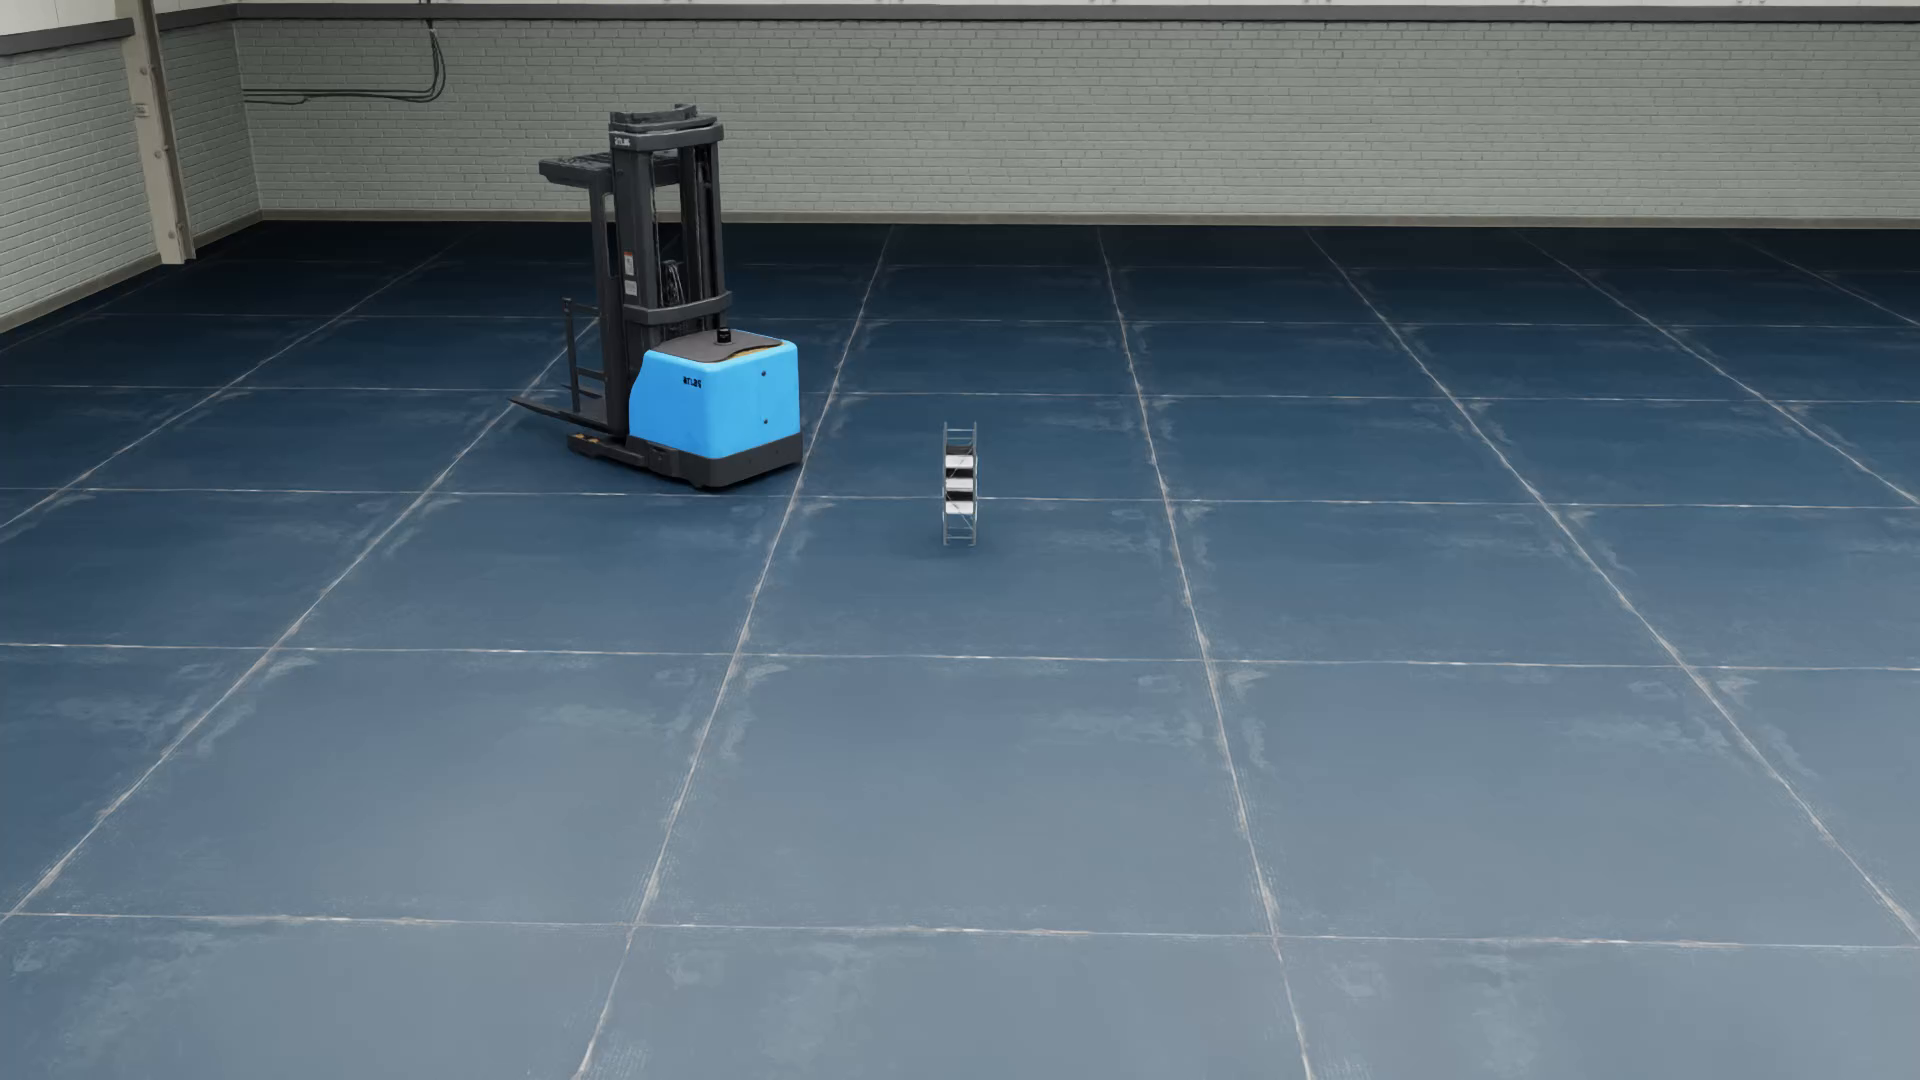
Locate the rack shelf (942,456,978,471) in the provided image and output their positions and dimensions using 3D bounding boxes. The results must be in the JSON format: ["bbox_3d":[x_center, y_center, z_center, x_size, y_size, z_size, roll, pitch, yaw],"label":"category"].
[{"bbox_3d":[0.000,-0.553,12.306,0.258,0.077,0.200,1,21,2],"label":"rack shelf"}]

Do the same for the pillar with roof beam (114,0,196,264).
[{"bbox_3d":[-6.084,-7.858,20.340,9.100,9.000,0.400,1,21,2],"label":"pillar with roof beam"}]

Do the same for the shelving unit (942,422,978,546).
[{"bbox_3d":[0.000,-0.417,12.359,0.258,0.900,0.210,1,21,2],"label":"shelving unit"}]

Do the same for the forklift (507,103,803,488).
[{"bbox_3d":[-2.789,-2.207,14.166,3.031,2.935,1.130,17,27,37],"label":"forklift"}]

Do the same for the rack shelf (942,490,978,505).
[{"bbox_3d":[0.000,-0.302,12.403,0.258,0.077,0.200,1,21,2],"label":"rack shelf"}]

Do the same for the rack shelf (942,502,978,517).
[{"bbox_3d":[0.000,-0.218,12.436,0.258,0.077,0.200,1,21,2],"label":"rack shelf"}]

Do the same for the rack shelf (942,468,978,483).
[{"bbox_3d":[0.000,-0.469,12.338,0.258,0.077,0.200,1,21,2],"label":"rack shelf"}]

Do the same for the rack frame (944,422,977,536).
[{"bbox_3d":[0.003,-0.453,12.453,0.240,0.900,0.006,1,21,2],"label":"rack frame"}]

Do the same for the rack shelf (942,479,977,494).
[{"bbox_3d":[0.000,-0.386,12.371,0.258,0.077,0.200,1,21,2],"label":"rack shelf"}]

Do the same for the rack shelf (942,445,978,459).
[{"bbox_3d":[0.000,-0.637,12.273,0.258,0.077,0.200,1,21,2],"label":"rack shelf"}]

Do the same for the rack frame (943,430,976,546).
[{"bbox_3d":[-0.003,-0.380,12.264,0.240,0.900,0.006,1,21,2],"label":"rack frame"}]

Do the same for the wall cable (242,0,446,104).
[{"bbox_3d":[-8.975,-7.508,23.732,3.097,2.526,0.112,1,21,2],"label":"wall cable"}]
